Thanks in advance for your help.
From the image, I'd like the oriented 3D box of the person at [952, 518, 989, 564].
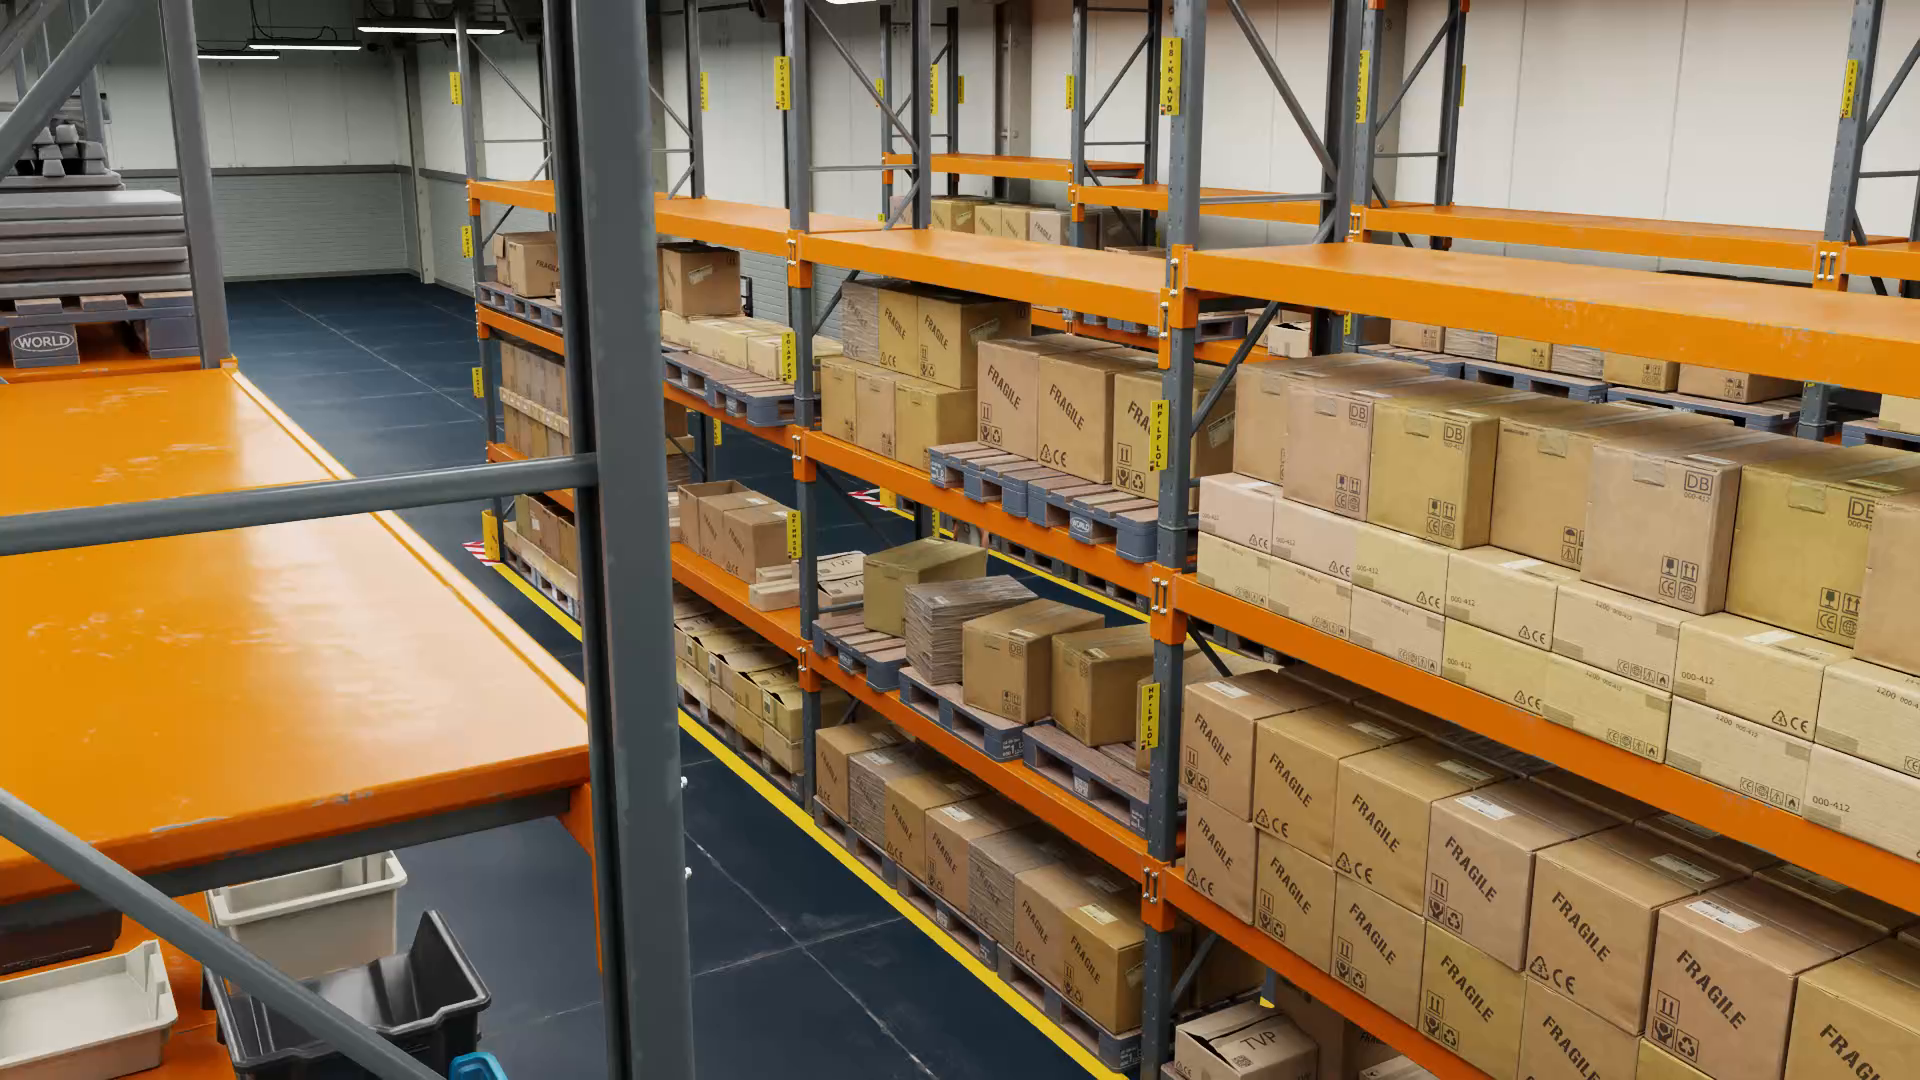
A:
[{"bbox_3d":[0.076,0.134,15.513,0.353,1.673,0.513,-10,18,-33],"label":"person"}]
